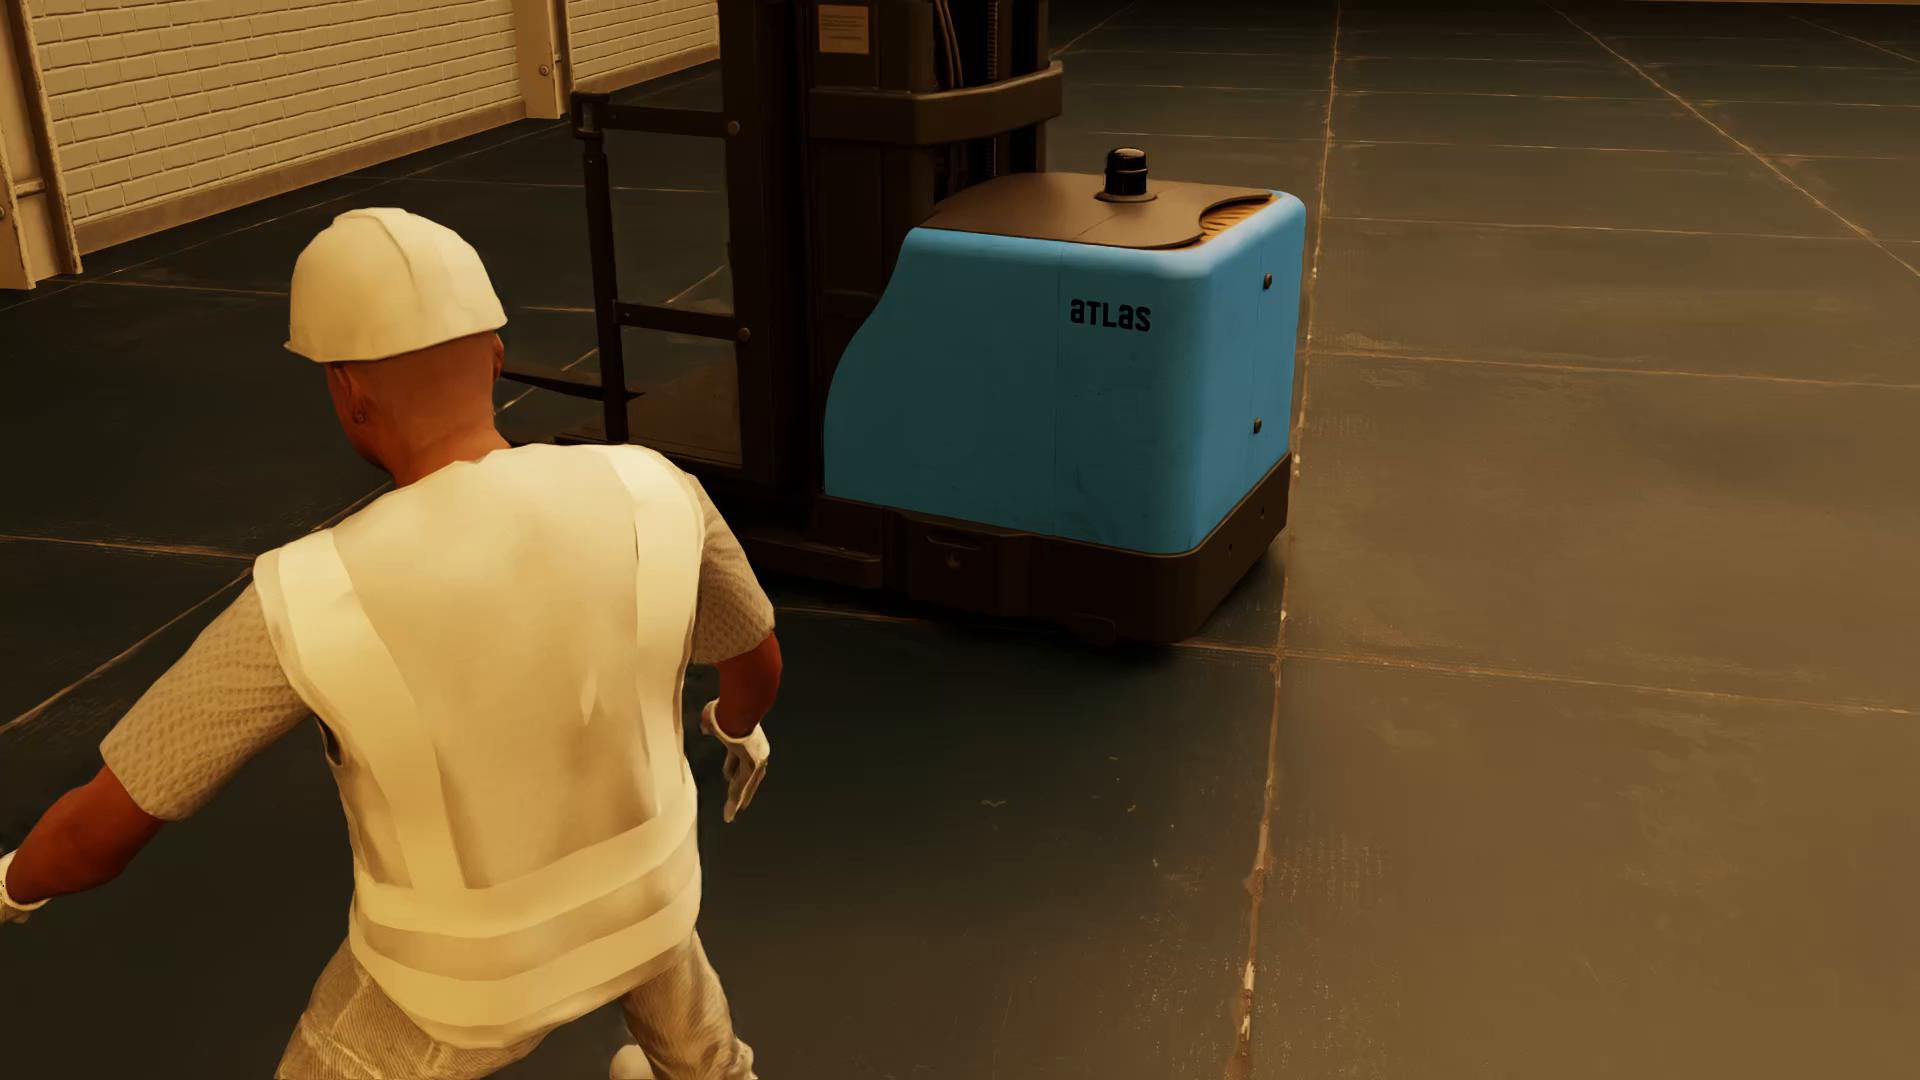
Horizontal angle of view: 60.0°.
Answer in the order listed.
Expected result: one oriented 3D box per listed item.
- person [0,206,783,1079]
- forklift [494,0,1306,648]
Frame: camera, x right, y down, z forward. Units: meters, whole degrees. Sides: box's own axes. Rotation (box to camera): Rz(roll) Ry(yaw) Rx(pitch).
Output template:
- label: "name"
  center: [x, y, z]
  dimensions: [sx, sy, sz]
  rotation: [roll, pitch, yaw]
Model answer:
- label: "person"
  center: [-0.622, 0.414, 2.027]
  dimensions: [1.013, 1.639, 0.780]
  rotation: [-17, 27, -35]
- label: "forklift"
  center: [-0.556, -1.443, 4.806]
  dimensions: [3.031, 2.935, 1.130]
  rotation: [11, 24, 24]
